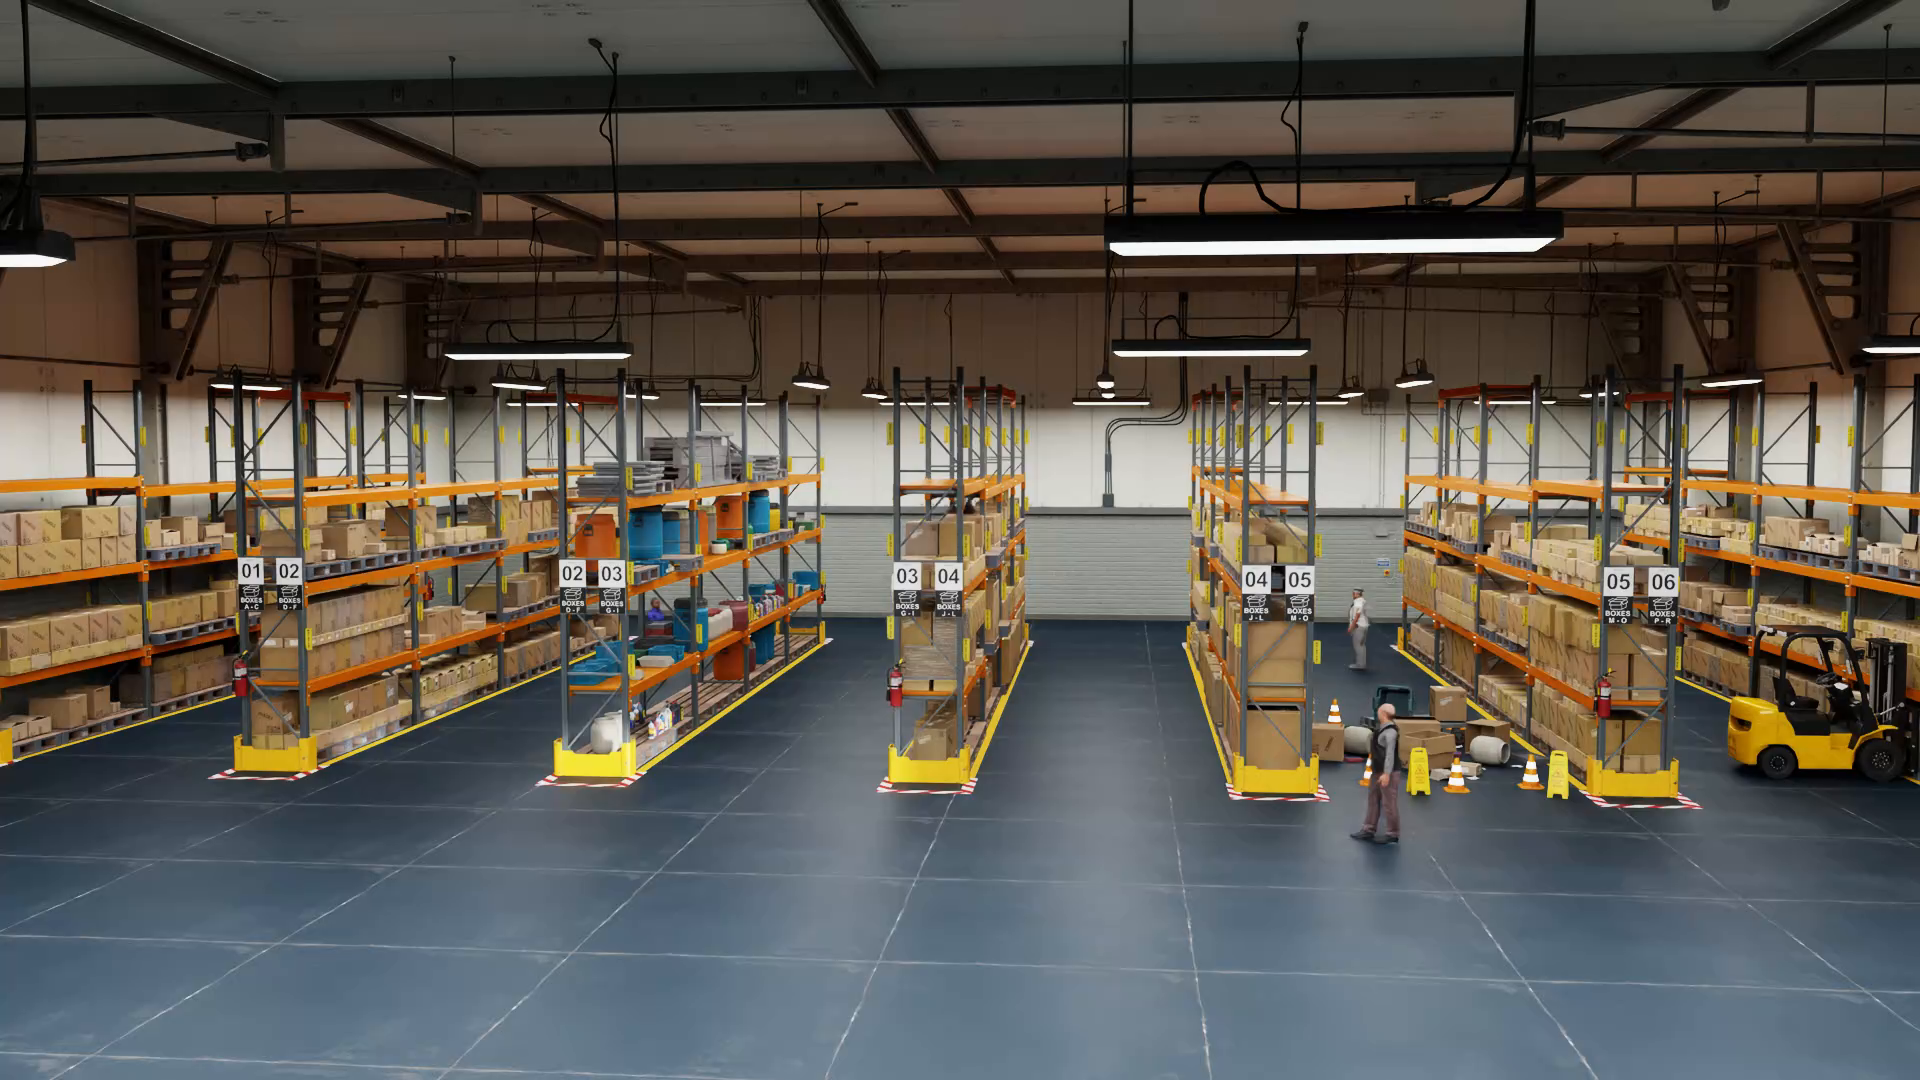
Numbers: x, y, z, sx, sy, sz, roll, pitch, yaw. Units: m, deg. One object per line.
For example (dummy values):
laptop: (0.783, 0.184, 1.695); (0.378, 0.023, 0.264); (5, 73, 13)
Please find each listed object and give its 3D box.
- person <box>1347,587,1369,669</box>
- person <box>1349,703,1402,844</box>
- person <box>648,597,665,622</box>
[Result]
person: (8.601, 1.897, 35.837); (0.408, 1.769, 0.559); (2, 4, 28)
person: (5.145, 2.871, 20.471); (0.551, 1.719, 0.563); (0, 4, -5)
person: (-6.285, 2.064, 34.672); (0.420, 1.584, 0.470); (0, 4, 8)
